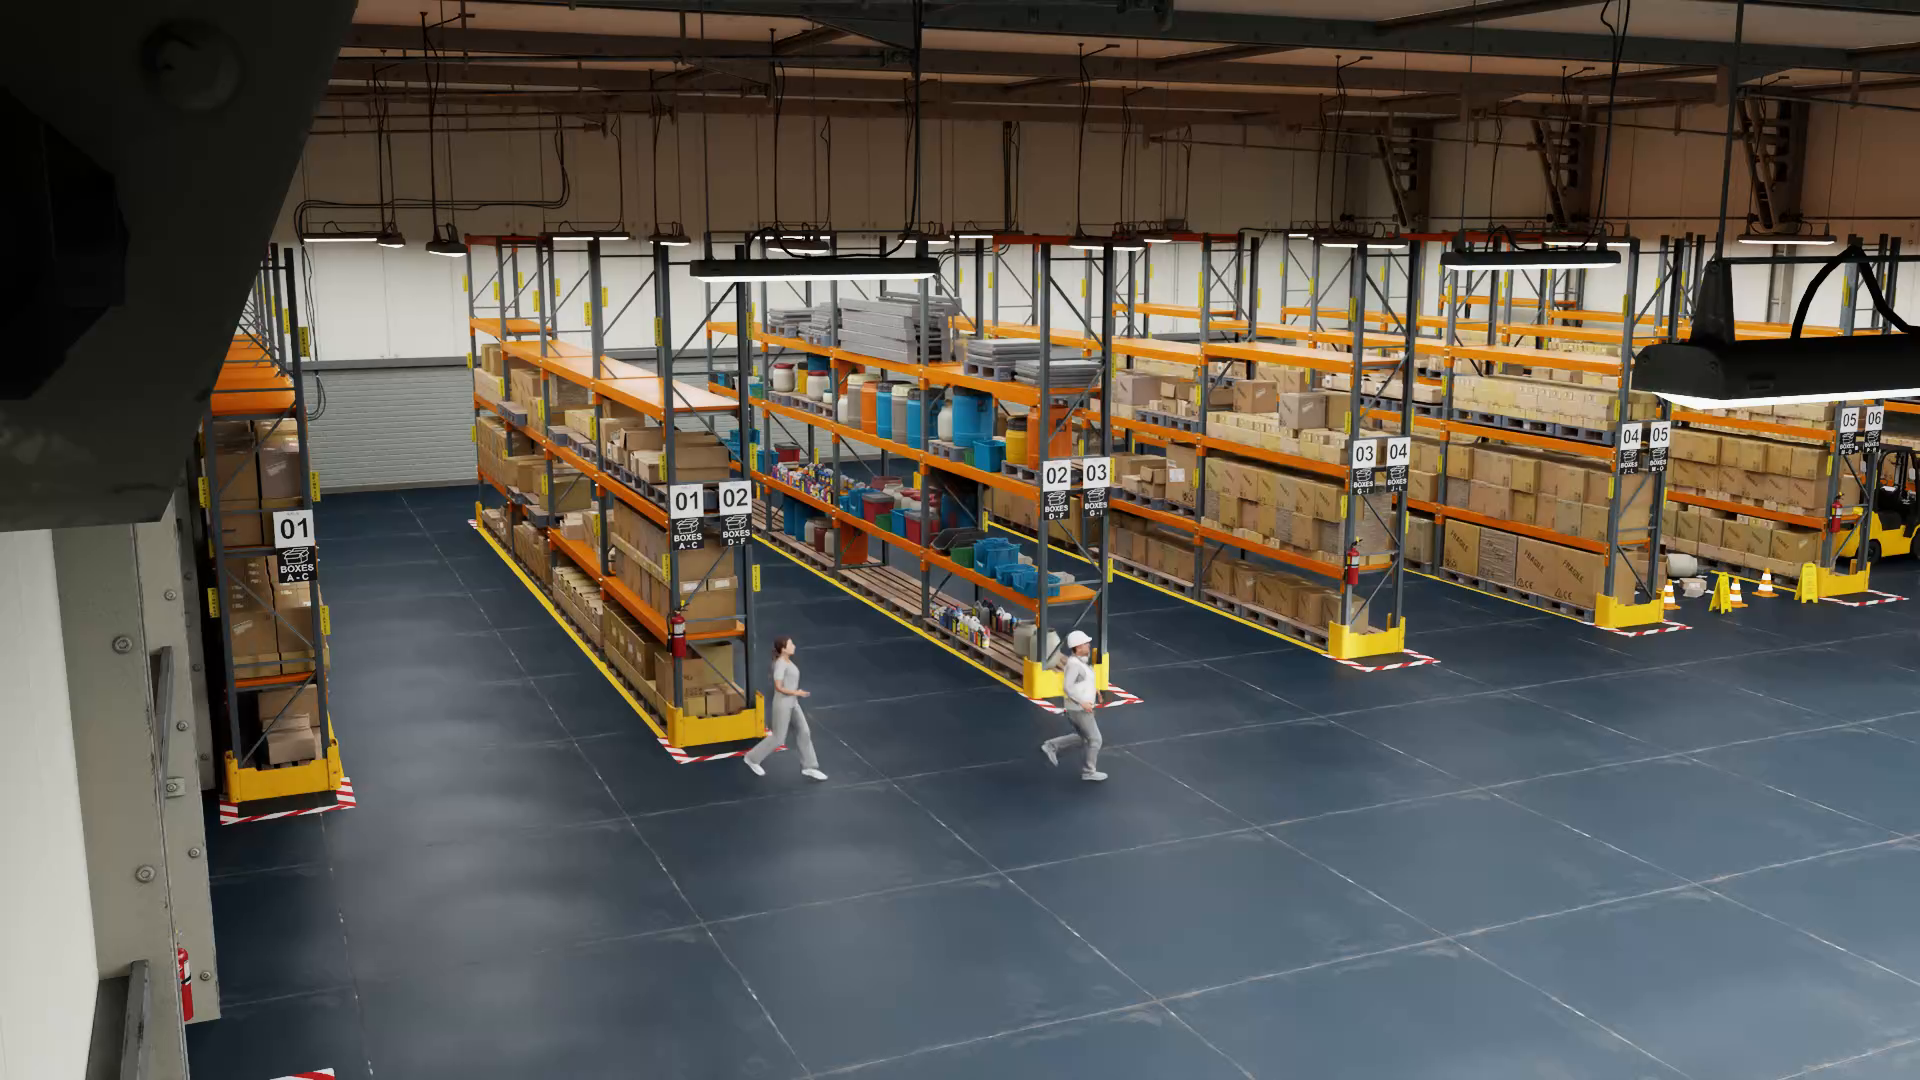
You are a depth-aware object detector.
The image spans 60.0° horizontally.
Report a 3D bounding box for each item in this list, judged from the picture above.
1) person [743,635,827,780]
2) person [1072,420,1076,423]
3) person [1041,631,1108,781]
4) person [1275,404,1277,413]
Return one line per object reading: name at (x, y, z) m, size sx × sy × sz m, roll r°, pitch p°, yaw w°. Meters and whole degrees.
person at (-1.983, 1.896, 18.918) m, size 0.973 × 1.669 × 0.603 m, roll 1°, pitch 11°, yaw 7°
person at (2.408, -2.243, 39.902) m, size 0.904 × 1.751 × 1.007 m, roll 1°, pitch 11°, yaw 3°
person at (1.306, 1.876, 18.884) m, size 0.771 × 1.737 × 0.695 m, roll 1°, pitch 11°, yaw 7°
person at (8.228, -2.911, 43.948) m, size 0.489 × 1.568 × 0.760 m, roll -1°, pitch 11°, yaw -4°
